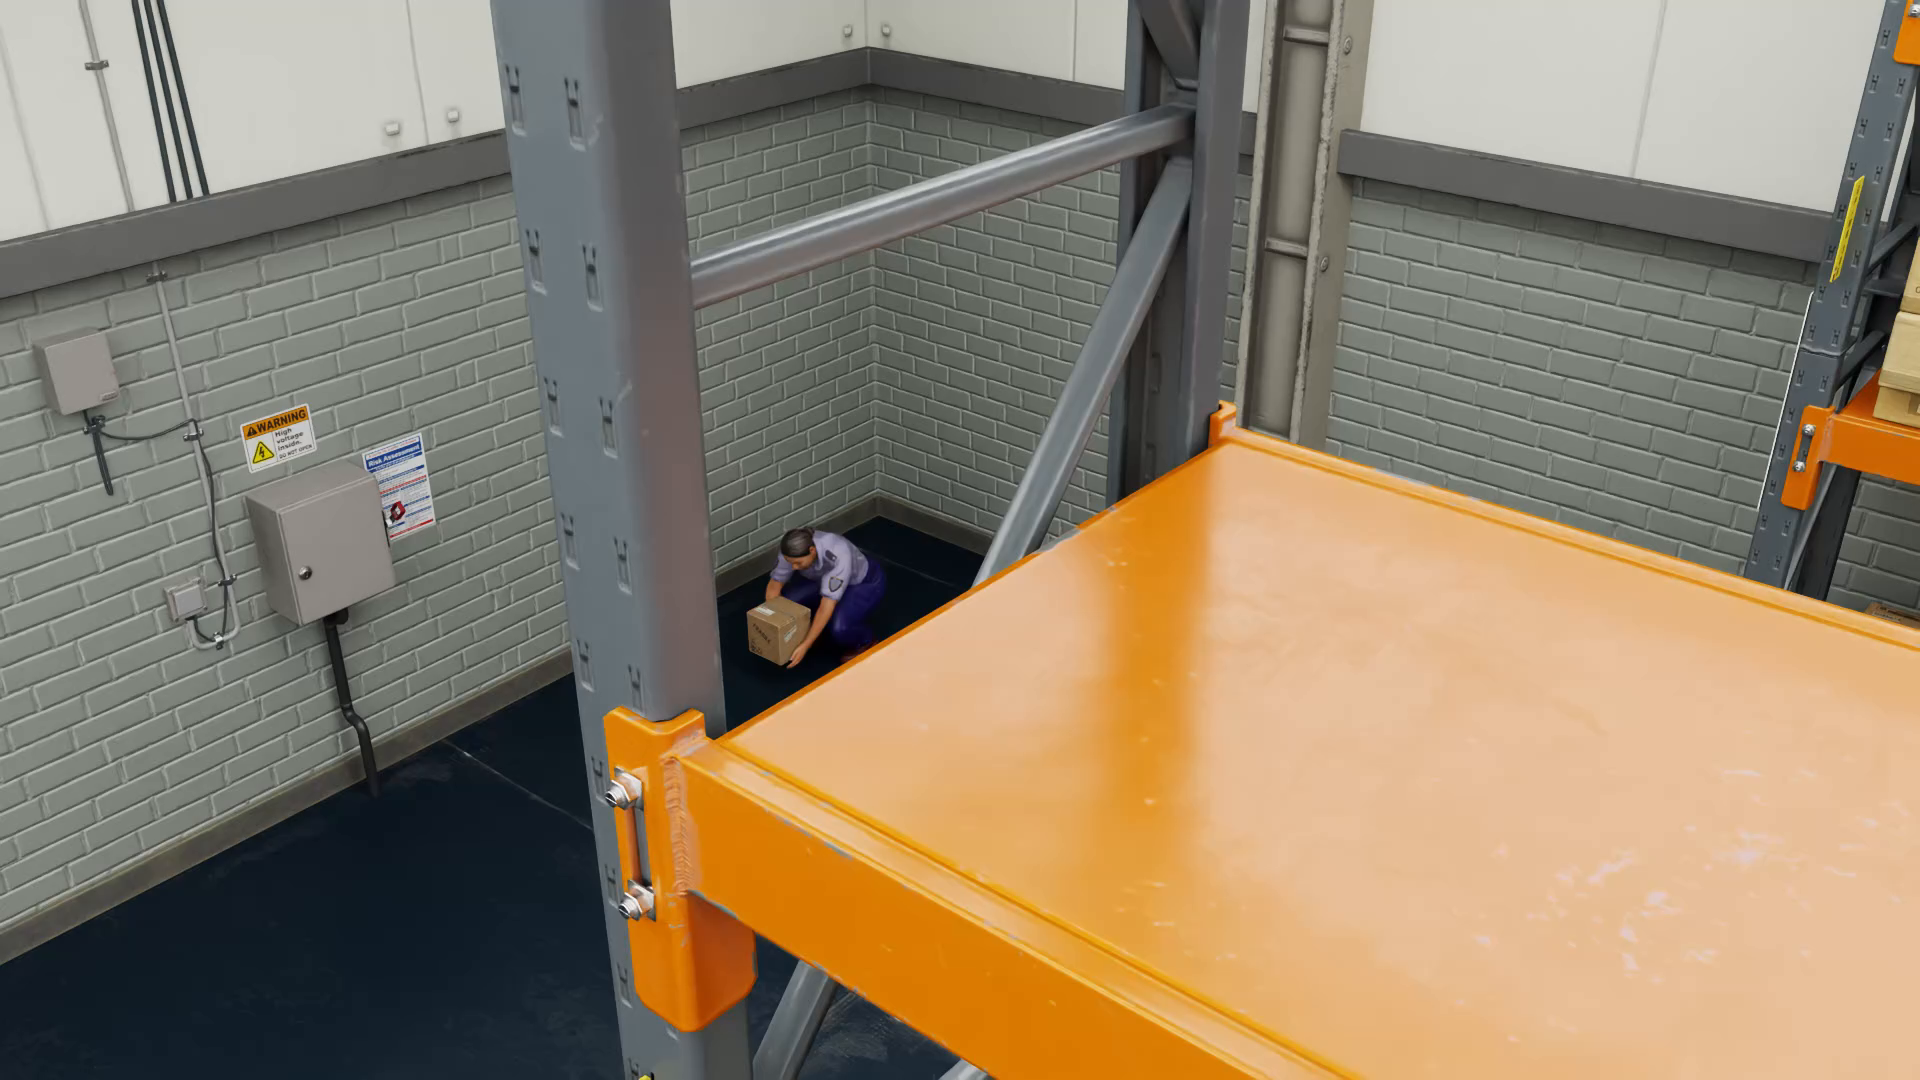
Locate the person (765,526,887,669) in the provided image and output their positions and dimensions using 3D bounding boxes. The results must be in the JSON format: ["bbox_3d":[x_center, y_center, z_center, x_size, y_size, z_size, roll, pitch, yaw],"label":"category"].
[{"bbox_3d":[-0.775,0.260,9.342,0.530,0.923,0.839,21,34,35],"label":"person"}]
